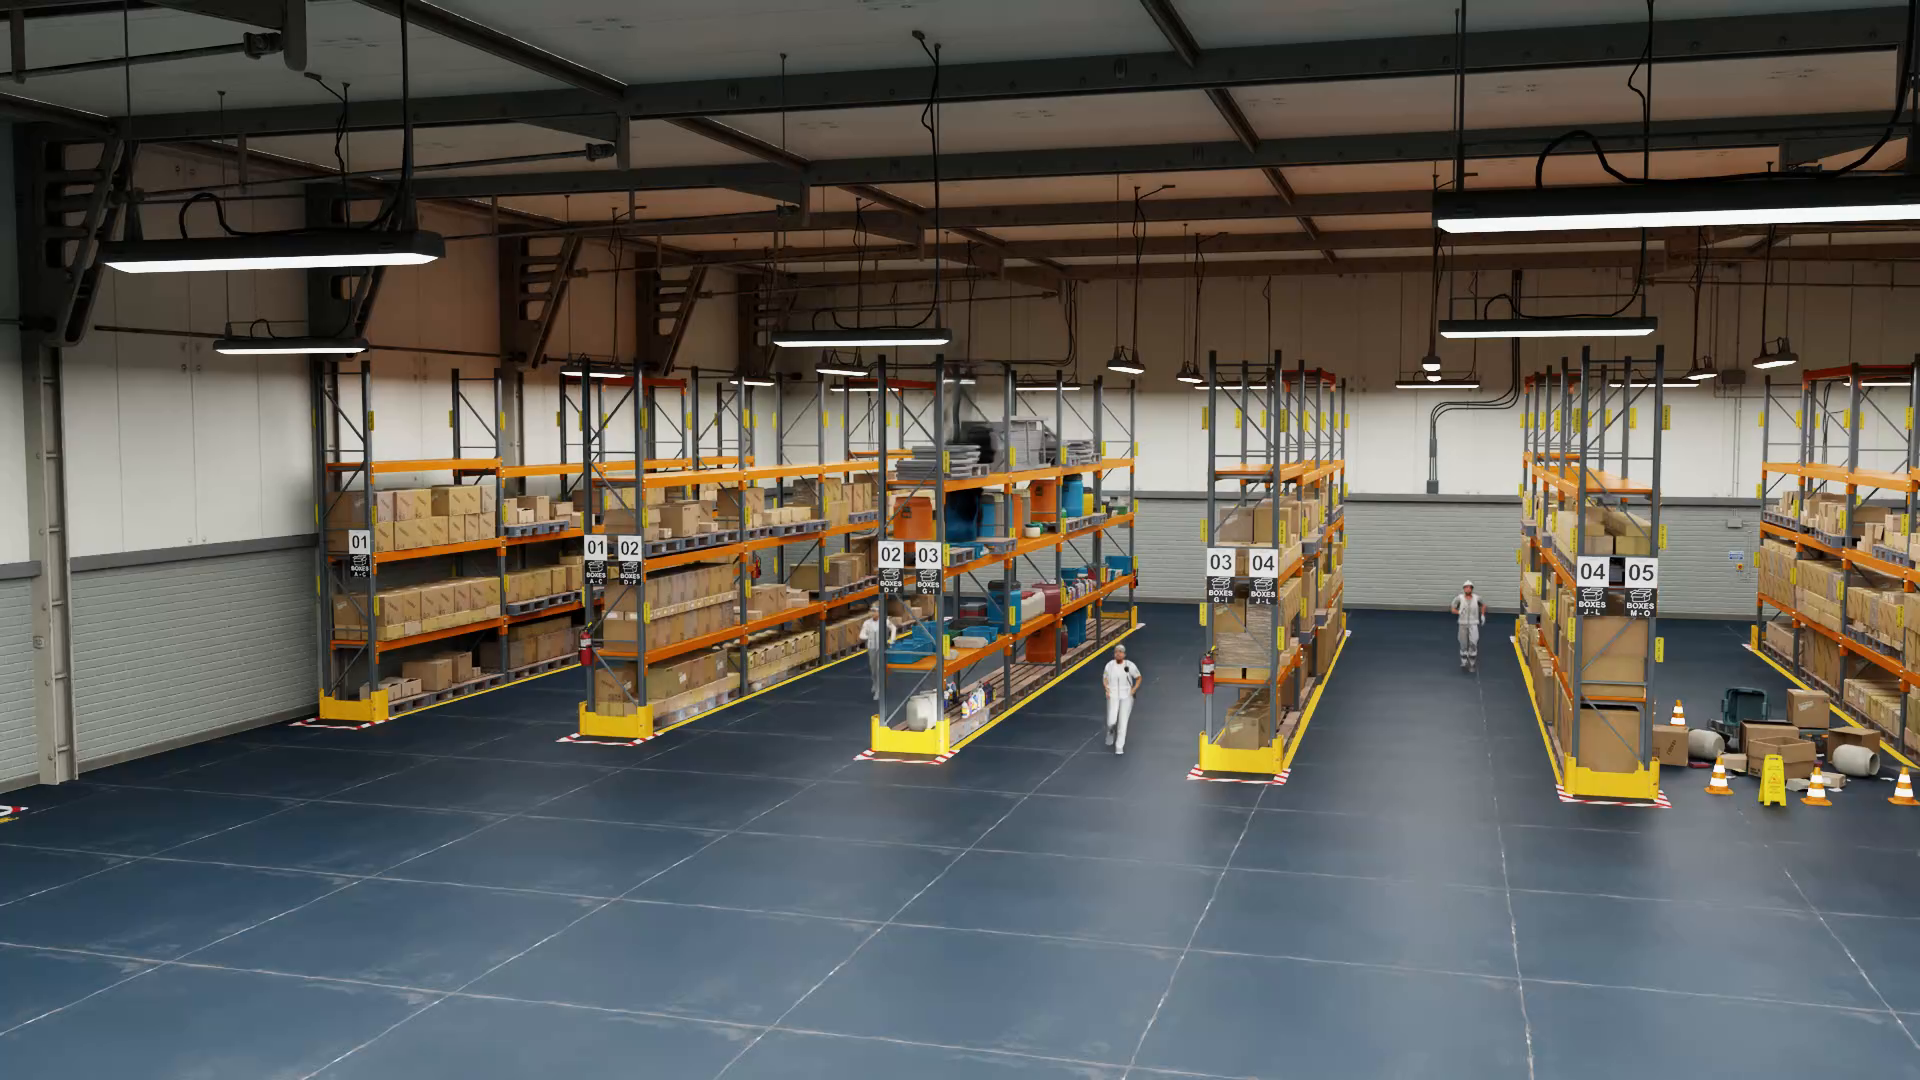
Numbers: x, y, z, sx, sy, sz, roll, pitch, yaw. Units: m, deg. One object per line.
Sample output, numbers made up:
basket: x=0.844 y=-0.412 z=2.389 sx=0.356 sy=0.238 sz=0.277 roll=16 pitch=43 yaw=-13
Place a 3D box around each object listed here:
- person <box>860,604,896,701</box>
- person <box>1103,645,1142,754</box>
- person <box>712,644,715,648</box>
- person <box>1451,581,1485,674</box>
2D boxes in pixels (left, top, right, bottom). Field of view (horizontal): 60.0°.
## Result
person: x=-1.485 y=2.007 z=30.161 sx=0.621 sy=1.746 sz=0.880 roll=1 pitch=4 yaw=11
person: x=2.437 y=2.403 z=25.195 sx=0.603 sy=1.609 sz=0.590 roll=1 pitch=4 yaw=13
person: x=-5.296 y=1.621 z=34.969 sx=0.685 sy=1.826 sz=0.776 roll=1 pitch=4 yaw=7
person: x=10.139 y=1.738 z=33.213 sx=0.664 sy=1.852 sz=0.762 roll=1 pitch=4 yaw=17
